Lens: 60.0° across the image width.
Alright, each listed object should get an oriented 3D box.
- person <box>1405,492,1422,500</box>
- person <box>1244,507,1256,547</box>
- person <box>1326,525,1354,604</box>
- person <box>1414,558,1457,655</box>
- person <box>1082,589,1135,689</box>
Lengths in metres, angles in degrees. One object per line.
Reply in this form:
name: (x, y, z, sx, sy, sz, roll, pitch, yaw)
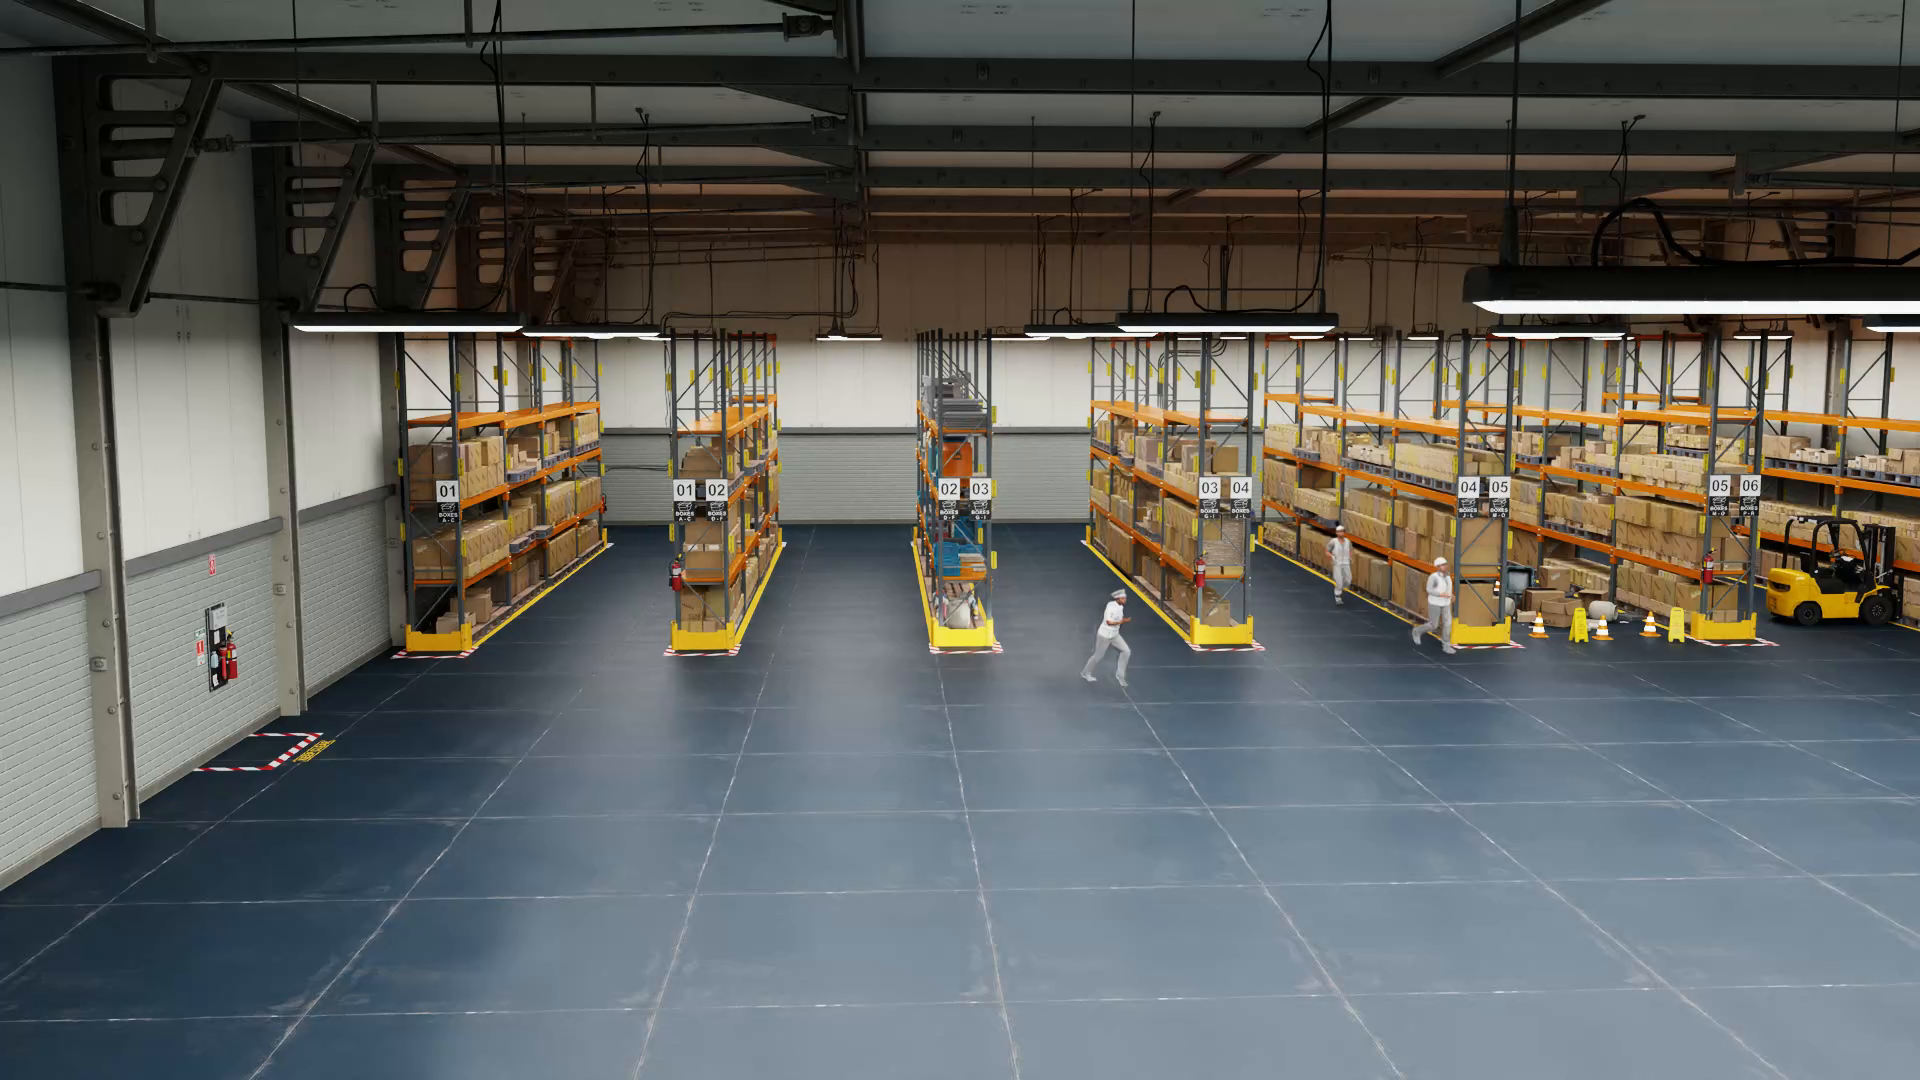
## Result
person: (13.463, -0.944, 49.446, 0.942, 1.679, 0.528, -1, 7, -5)
person: (7.596, -0.313, 44.541, 0.550, 1.624, 0.890, -1, 7, -9)
person: (8.383, 0.556, 36.494, 0.648, 1.740, 0.598, -1, 7, -8)
person: (8.951, 1.213, 31.017, 0.678, 1.769, 0.887, -4, 8, -32)
person: (2.478, 1.639, 27.819, 0.941, 1.698, 0.574, 4, 8, 31)
